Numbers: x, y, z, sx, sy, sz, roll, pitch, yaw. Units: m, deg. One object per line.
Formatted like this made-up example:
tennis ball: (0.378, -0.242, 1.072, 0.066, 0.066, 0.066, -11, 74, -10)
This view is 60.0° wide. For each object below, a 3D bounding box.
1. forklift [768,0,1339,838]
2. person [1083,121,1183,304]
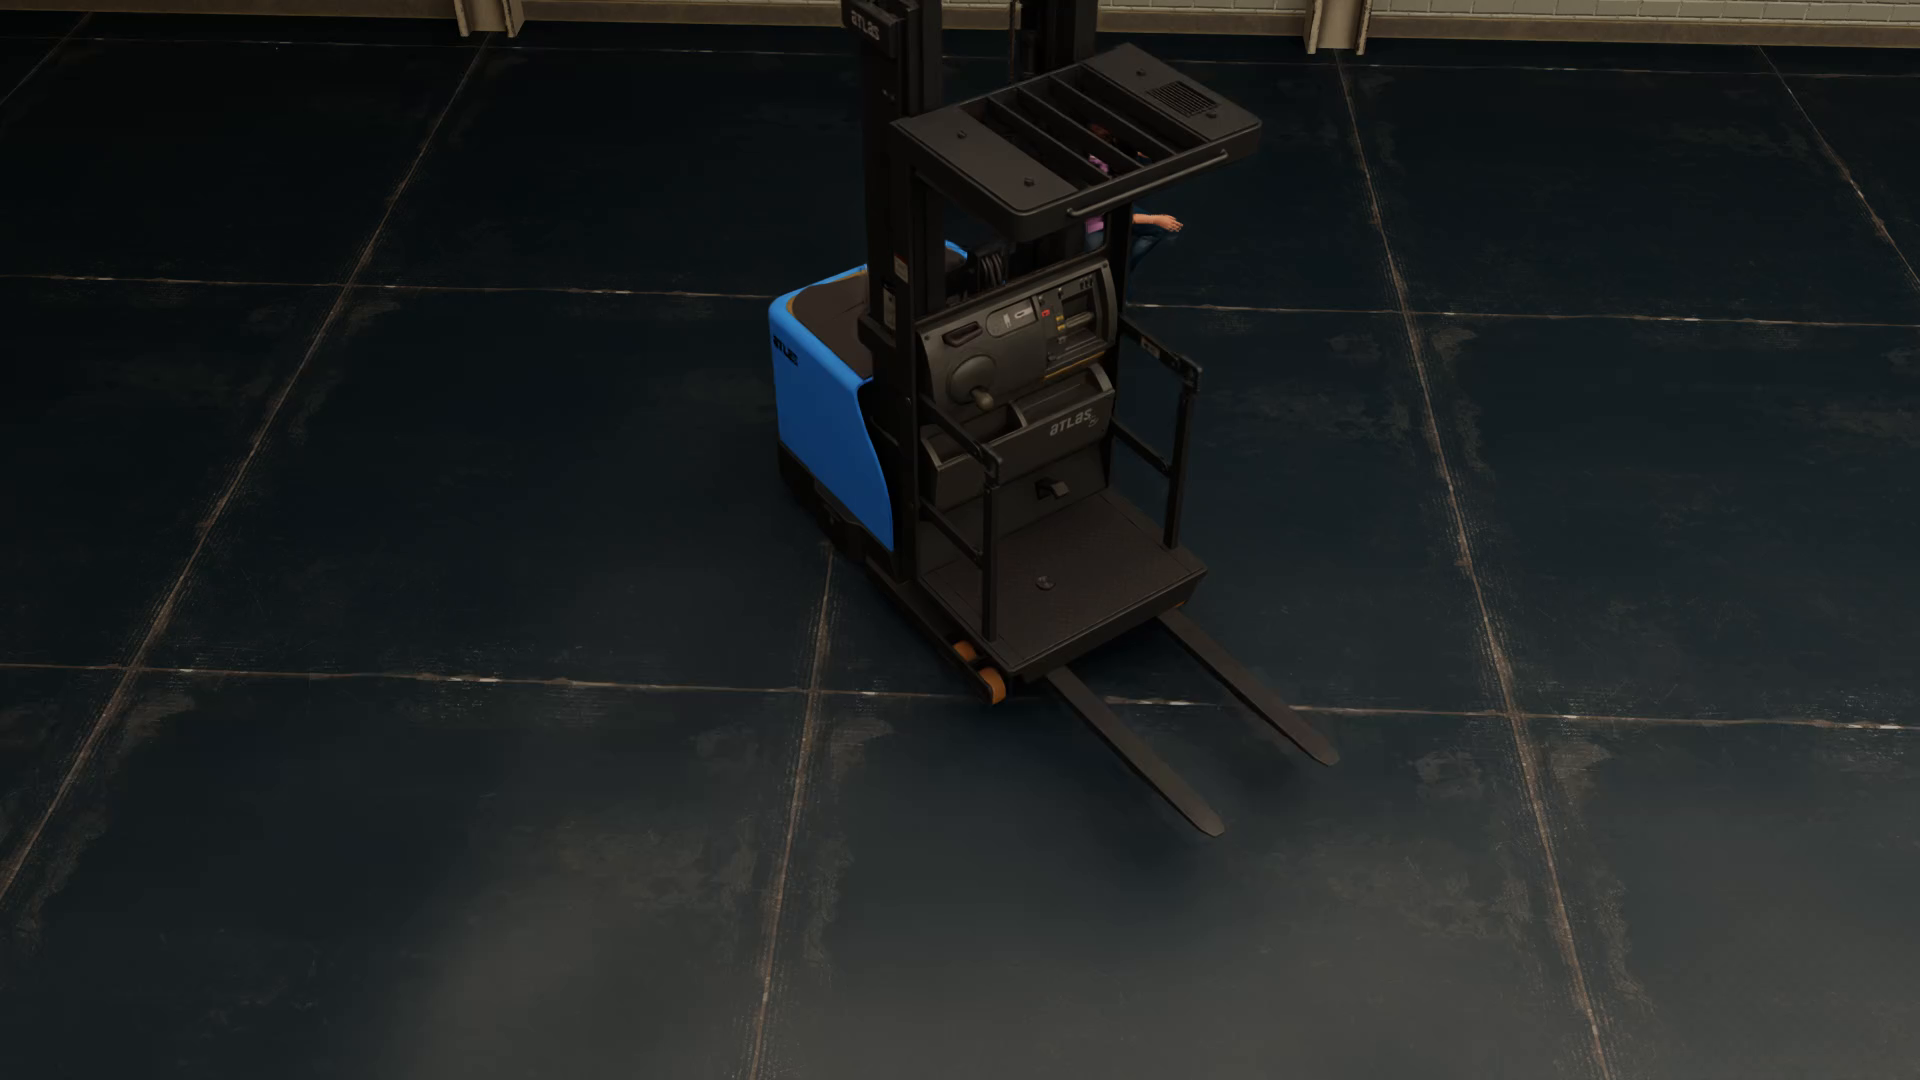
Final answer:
forklift: (0.371, -0.747, 6.561, 1.130, 2.935, 3.031, -25, 48, -25)
person: (0.861, -1.647, 8.701, 0.694, 1.420, 0.795, 15, 44, 15)
